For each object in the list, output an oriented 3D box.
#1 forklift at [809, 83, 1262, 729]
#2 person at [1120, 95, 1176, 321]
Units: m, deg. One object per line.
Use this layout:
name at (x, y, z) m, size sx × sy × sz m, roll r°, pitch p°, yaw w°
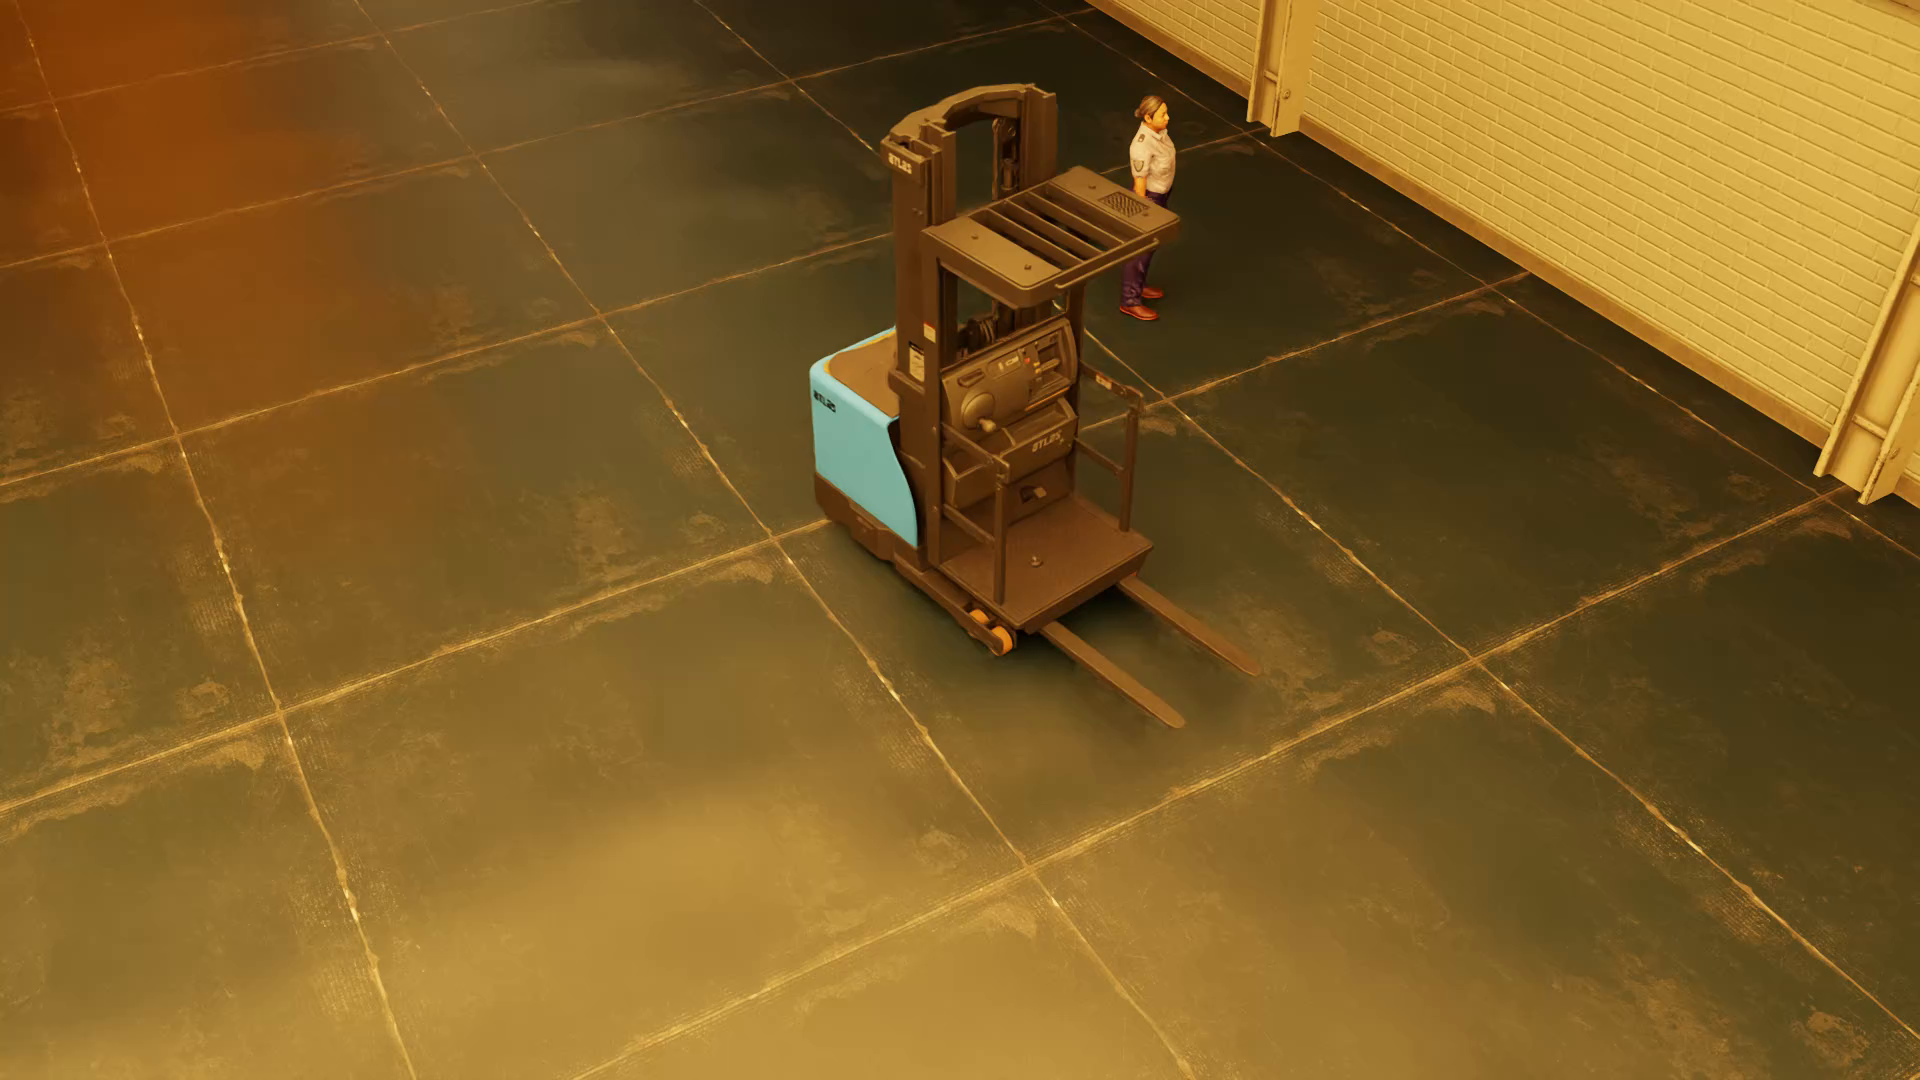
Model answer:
forklift at (0.421, -0.833, 9.041) m, size 1.130 × 2.935 × 3.031 m, roll -29°, pitch 48°, yaw -30°
person at (1.357, -2.410, 11.950) m, size 0.329 × 1.653 × 0.479 m, roll 10°, pitch 41°, yaw 12°
